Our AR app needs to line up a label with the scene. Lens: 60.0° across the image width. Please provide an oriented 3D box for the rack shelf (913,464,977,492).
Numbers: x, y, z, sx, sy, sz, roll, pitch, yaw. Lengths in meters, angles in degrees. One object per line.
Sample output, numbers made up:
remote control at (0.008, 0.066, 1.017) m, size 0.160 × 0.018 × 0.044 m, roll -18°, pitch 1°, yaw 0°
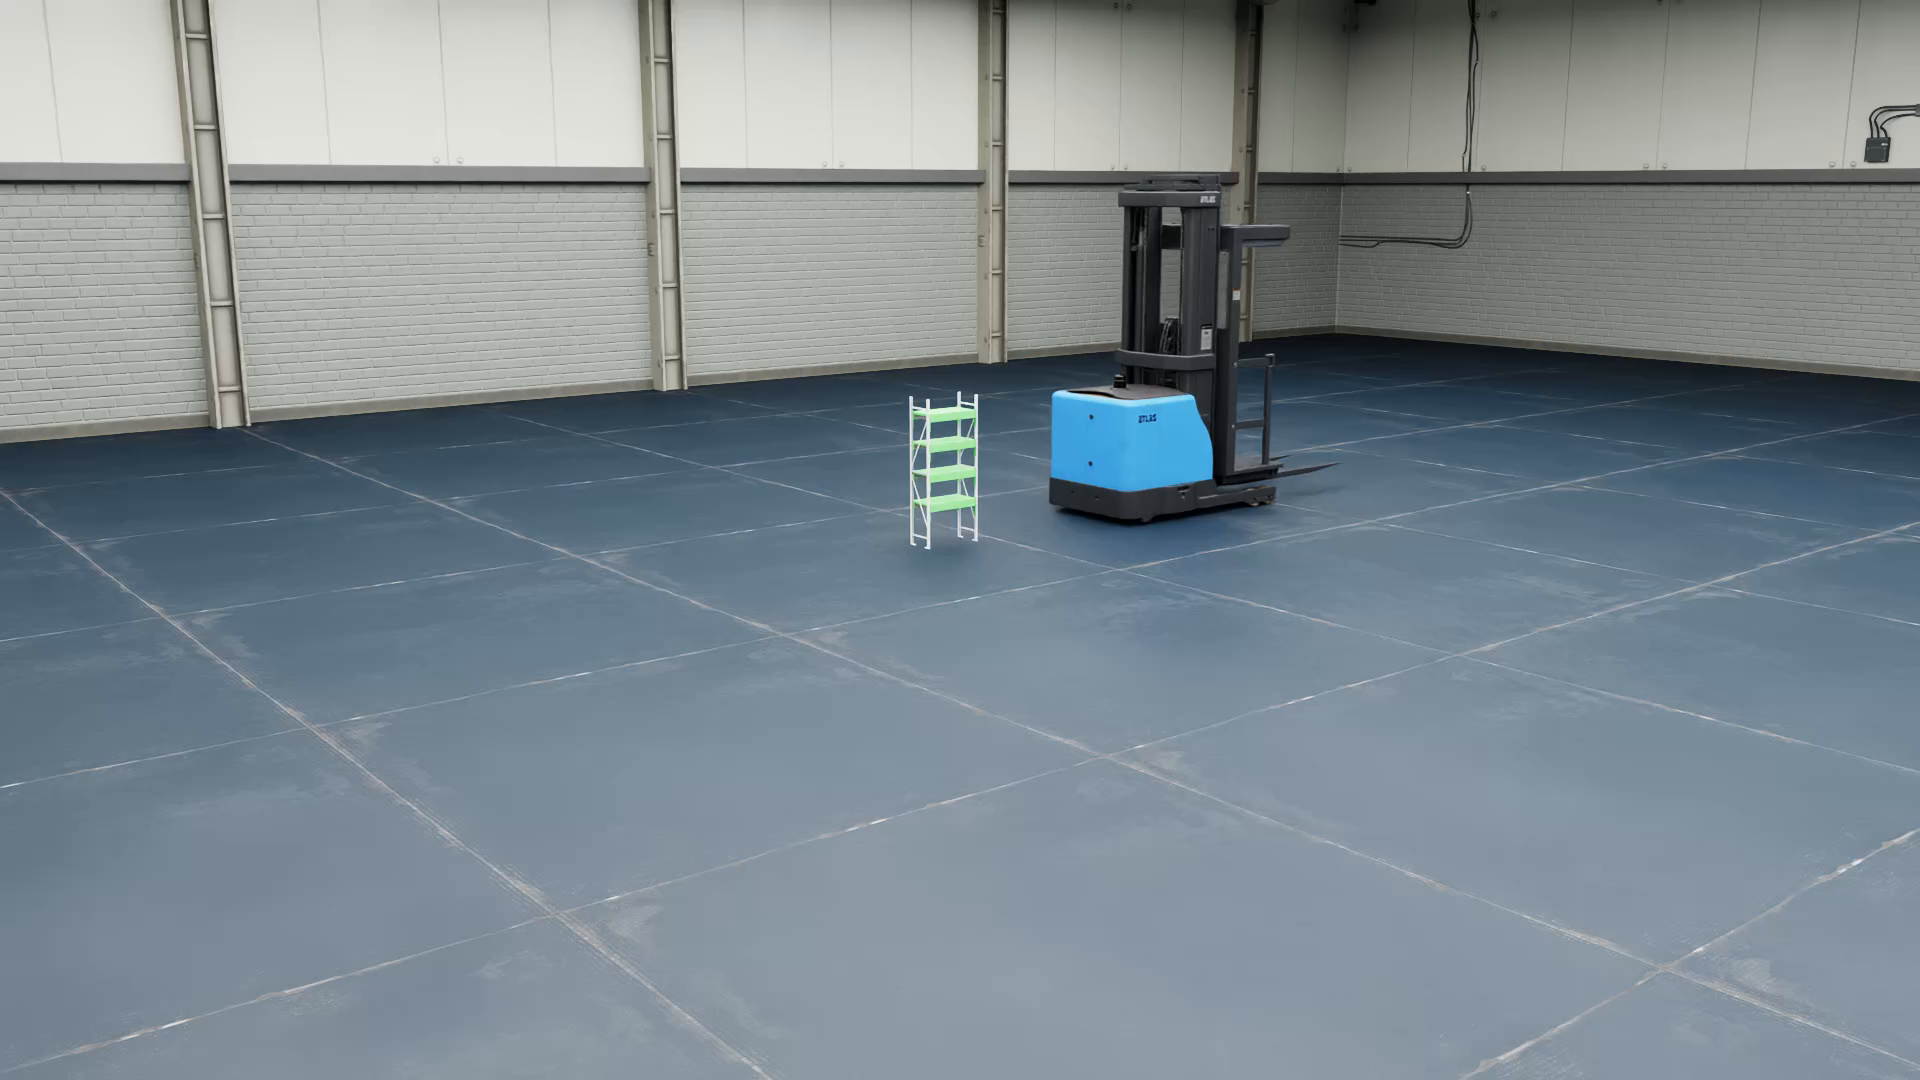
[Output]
rack shelf at (-0.129, -0.503, 13.416) m, size 0.480 × 0.148 × 0.258 m, roll -9°, pitch 15°, yaw -38°

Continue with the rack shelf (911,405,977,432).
rack shelf at (-0.129, -0.972, 13.317) m, size 0.480 × 0.148 × 0.258 m, roll -9°, pitch 15°, yaw -38°

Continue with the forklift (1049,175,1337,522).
forklift at (2.258, -1.811, 15.100) m, size 3.031 × 2.935 × 1.130 m, roll -10°, pitch 15°, yaw -38°

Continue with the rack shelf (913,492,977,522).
rack shelf at (-0.129, -0.268, 13.466) m, size 0.480 × 0.148 × 0.258 m, roll -9°, pitch 15°, yaw -38°

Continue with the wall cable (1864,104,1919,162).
wall cable at (14.264, -8.410, 23.383) m, size 0.169 × 6.003 × 2.305 m, roll -9°, pitch 15°, yaw -38°

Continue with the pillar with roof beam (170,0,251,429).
pillar with roof beam at (-6.147, -5.087, 15.920) m, size 0.400 × 9.000 × 9.100 m, roll -9°, pitch 15°, yaw -38°

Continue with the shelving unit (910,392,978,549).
shelving unit at (-0.129, -0.565, 13.403) m, size 0.503 × 1.200 × 0.258 m, roll -9°, pitch 15°, yaw -38°

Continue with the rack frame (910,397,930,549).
rack frame at (-0.320, -0.534, 13.254) m, size 0.015 × 1.200 × 0.240 m, roll -9°, pitch 15°, yaw -38°

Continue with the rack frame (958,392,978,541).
rack frame at (0.061, -0.597, 13.552) m, size 0.015 × 1.200 × 0.240 m, roll -9°, pitch 15°, yaw -38°

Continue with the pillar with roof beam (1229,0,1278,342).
pillar with roof beam at (7.908, -7.422, 26.919) m, size 0.548 × 9.000 × 9.100 m, roll -9°, pitch 15°, yaw -38°

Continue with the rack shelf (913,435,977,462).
rack shelf at (-0.129, -0.738, 13.366) m, size 0.480 × 0.148 × 0.258 m, roll -9°, pitch 15°, yaw -38°

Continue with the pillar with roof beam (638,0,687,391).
pillar with roof beam at (-1.462, -5.865, 19.586) m, size 0.400 × 9.000 × 9.100 m, roll -9°, pitch 15°, yaw -38°

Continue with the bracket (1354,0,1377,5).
bracket at (7.616, -10.185, 31.264) m, size 0.430 × 0.232 × 0.235 m, roll -9°, pitch 15°, yaw -38°

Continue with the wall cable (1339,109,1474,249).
wall cable at (8.346, -6.770, 31.320) m, size 0.112 × 2.526 × 3.097 m, roll -9°, pitch 15°, yaw -38°

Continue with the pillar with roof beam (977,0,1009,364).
pillar with roof beam at (3.223, -6.644, 23.253) m, size 0.400 × 9.000 × 9.100 m, roll -9°, pitch 15°, yaw -38°

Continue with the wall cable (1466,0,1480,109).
wall cable at (10.036, -8.801, 28.729) m, size 0.112 × 2.526 × 3.097 m, roll -9°, pitch 15°, yaw -38°
